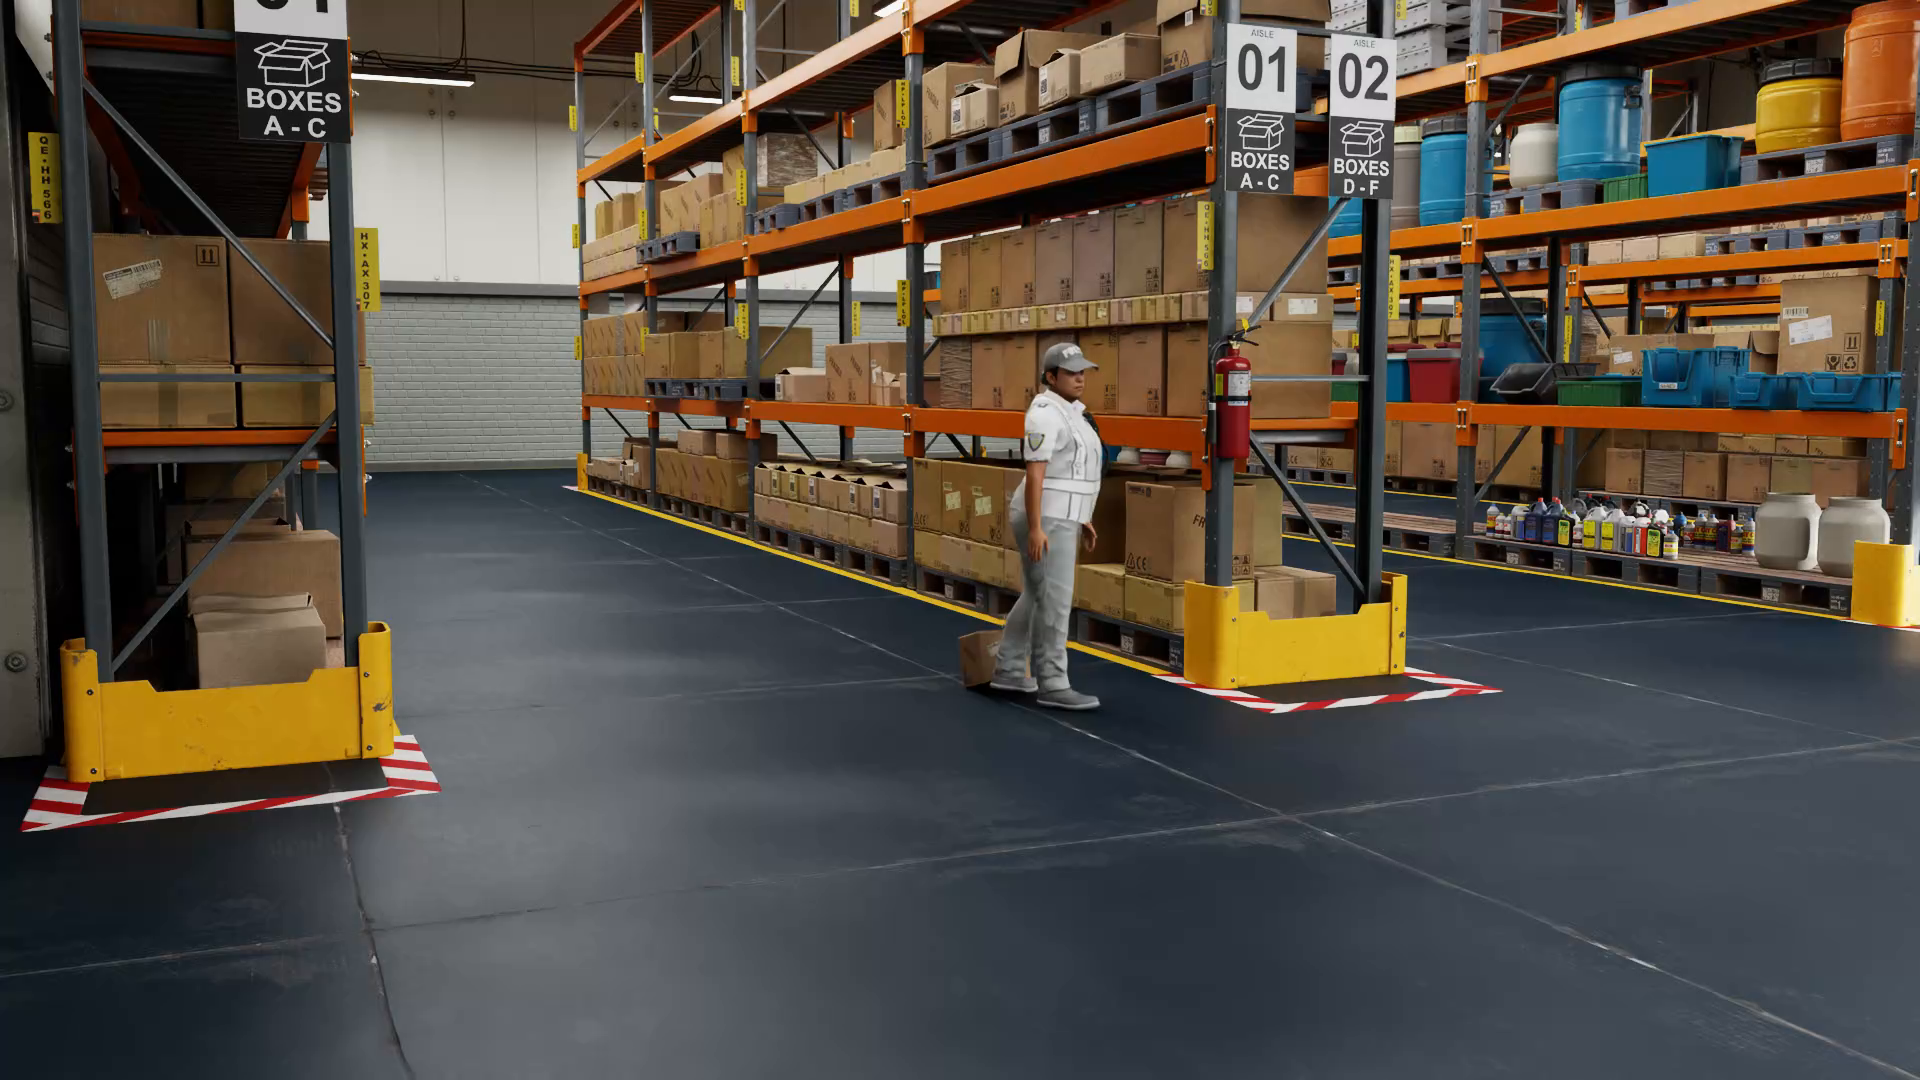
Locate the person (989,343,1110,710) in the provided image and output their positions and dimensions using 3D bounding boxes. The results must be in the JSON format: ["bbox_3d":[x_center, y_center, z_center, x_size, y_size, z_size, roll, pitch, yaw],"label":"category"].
[{"bbox_3d":[0.398,-0.072,7.644,0.550,1.657,0.496,2,6,16],"label":"person"}]
